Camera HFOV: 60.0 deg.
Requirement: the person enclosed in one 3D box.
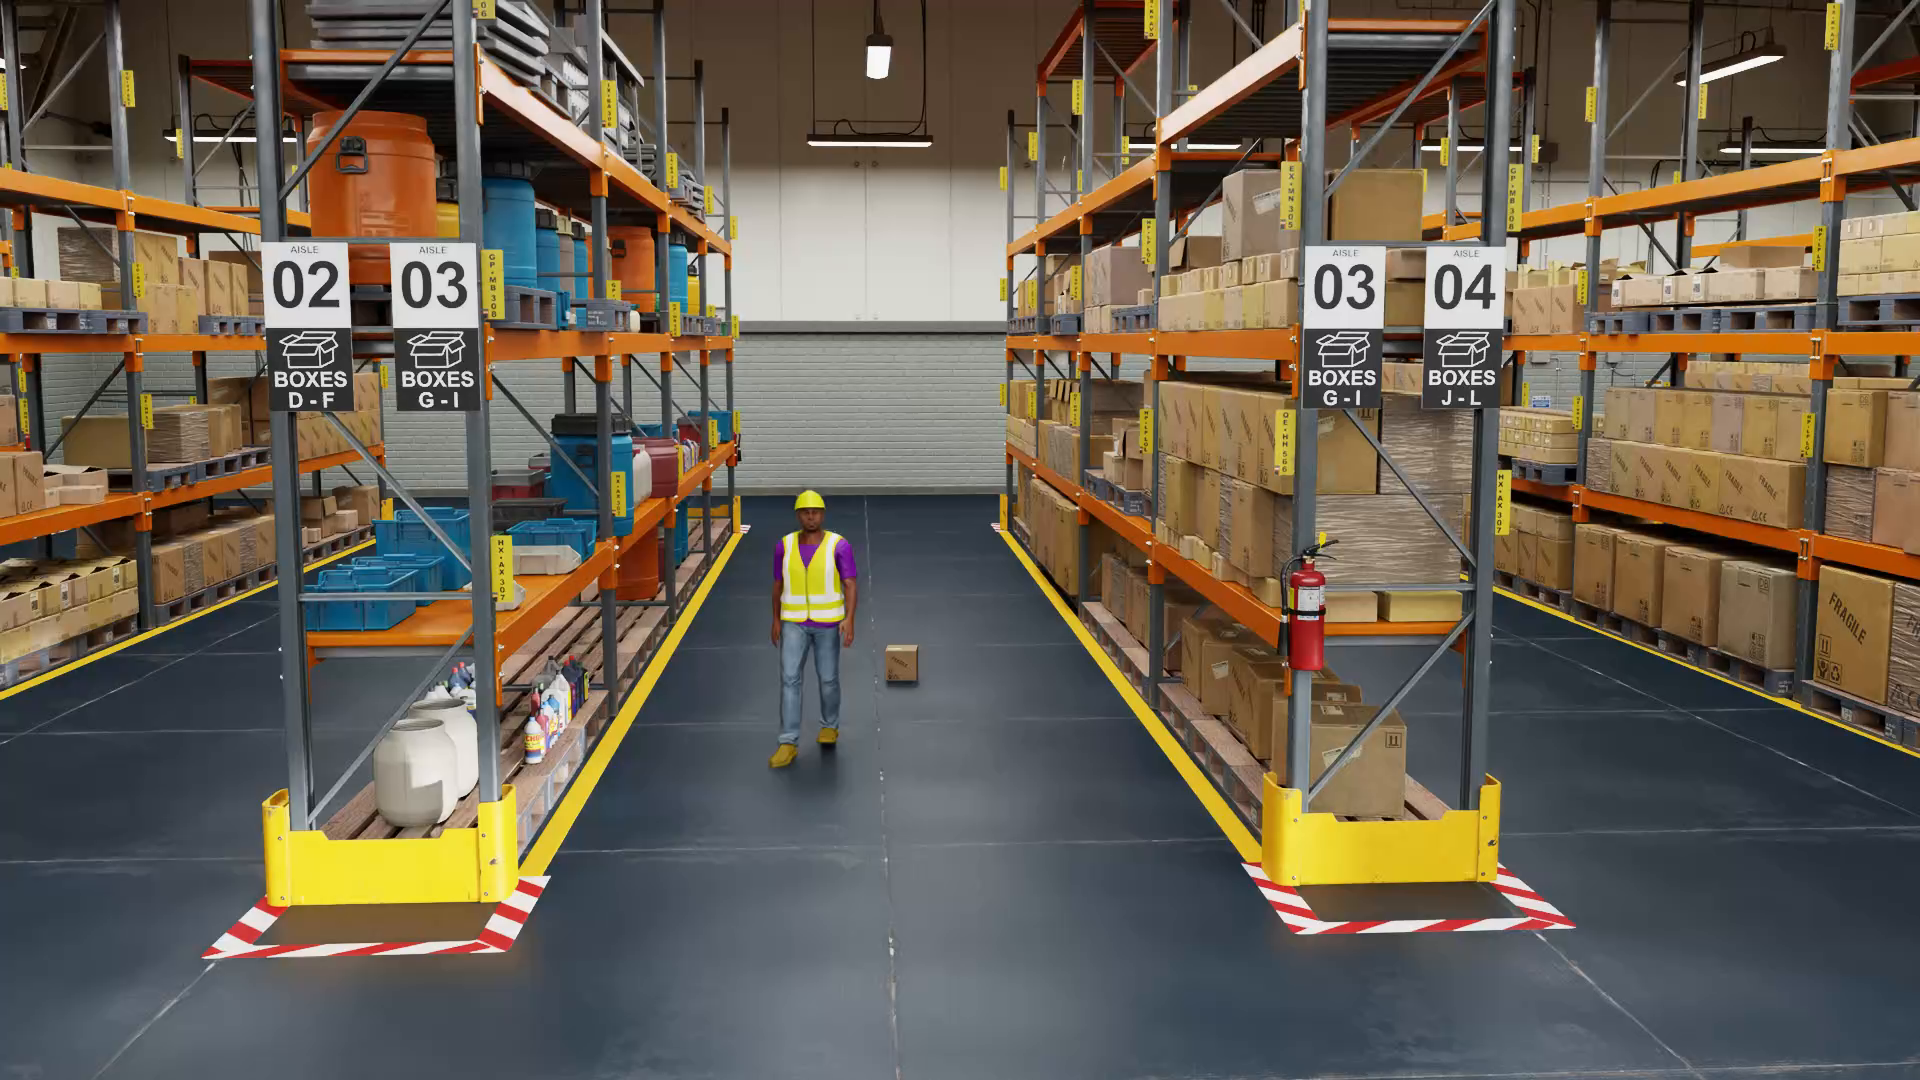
[{"bbox_3d":[-0.986,0.548,10.933,0.614,1.728,0.914,0,7,4],"label":"person"}]
